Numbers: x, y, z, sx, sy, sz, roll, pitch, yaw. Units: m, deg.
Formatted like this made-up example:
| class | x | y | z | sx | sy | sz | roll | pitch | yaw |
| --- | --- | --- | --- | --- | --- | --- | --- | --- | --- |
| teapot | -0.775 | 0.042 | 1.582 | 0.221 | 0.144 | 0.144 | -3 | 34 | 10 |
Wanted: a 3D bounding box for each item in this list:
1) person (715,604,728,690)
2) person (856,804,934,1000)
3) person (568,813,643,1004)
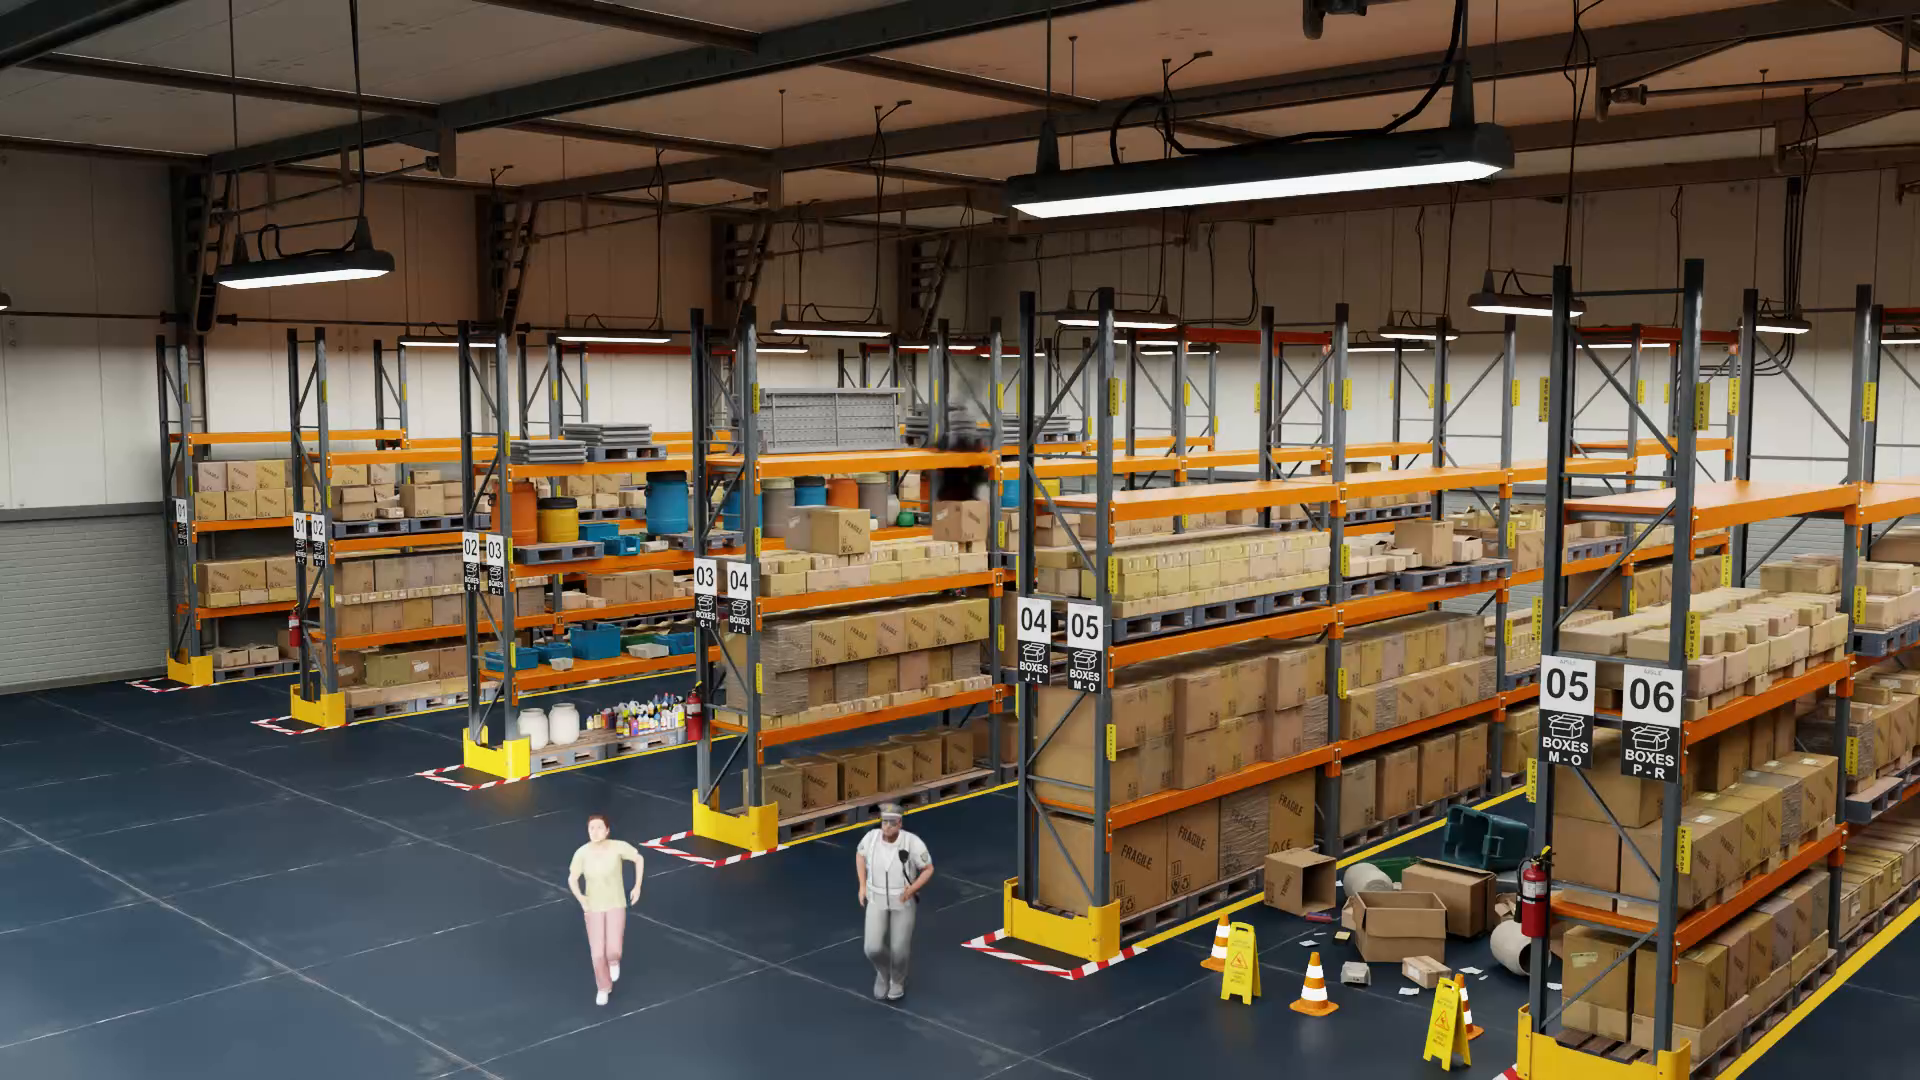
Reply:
| class | x | y | z | sx | sy | sz | roll | pitch | yaw |
| --- | --- | --- | --- | --- | --- | --- | --- | --- | --- |
| person | -3.977 | 1.705 | 28.106 | 0.611 | 1.644 | 0.548 | 3 | 6 | 31 |
| person | -0.556 | 3.024 | 13.863 | 0.685 | 1.725 | 0.697 | 1 | 5 | 6 |
| person | -2.949 | 3.068 | 13.820 | 0.602 | 1.631 | 0.598 | 0 | 5 | -4 |
